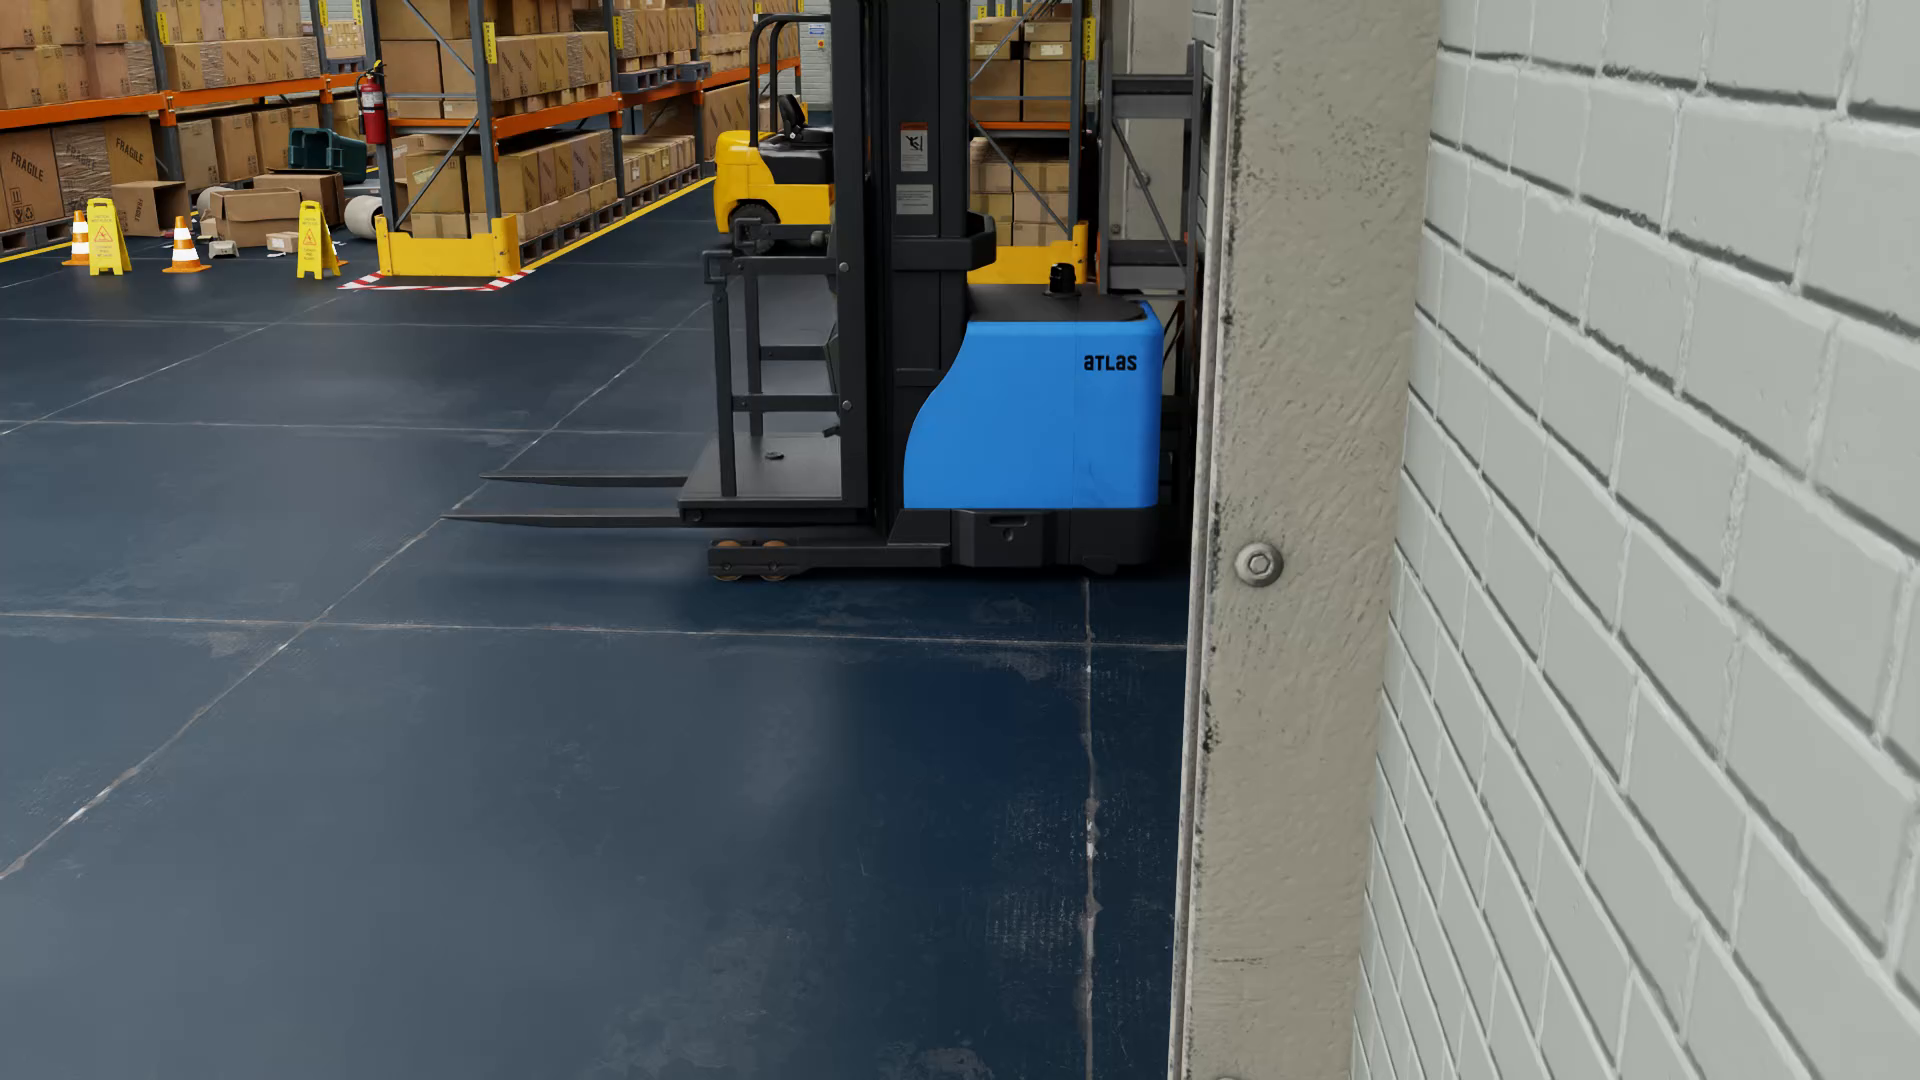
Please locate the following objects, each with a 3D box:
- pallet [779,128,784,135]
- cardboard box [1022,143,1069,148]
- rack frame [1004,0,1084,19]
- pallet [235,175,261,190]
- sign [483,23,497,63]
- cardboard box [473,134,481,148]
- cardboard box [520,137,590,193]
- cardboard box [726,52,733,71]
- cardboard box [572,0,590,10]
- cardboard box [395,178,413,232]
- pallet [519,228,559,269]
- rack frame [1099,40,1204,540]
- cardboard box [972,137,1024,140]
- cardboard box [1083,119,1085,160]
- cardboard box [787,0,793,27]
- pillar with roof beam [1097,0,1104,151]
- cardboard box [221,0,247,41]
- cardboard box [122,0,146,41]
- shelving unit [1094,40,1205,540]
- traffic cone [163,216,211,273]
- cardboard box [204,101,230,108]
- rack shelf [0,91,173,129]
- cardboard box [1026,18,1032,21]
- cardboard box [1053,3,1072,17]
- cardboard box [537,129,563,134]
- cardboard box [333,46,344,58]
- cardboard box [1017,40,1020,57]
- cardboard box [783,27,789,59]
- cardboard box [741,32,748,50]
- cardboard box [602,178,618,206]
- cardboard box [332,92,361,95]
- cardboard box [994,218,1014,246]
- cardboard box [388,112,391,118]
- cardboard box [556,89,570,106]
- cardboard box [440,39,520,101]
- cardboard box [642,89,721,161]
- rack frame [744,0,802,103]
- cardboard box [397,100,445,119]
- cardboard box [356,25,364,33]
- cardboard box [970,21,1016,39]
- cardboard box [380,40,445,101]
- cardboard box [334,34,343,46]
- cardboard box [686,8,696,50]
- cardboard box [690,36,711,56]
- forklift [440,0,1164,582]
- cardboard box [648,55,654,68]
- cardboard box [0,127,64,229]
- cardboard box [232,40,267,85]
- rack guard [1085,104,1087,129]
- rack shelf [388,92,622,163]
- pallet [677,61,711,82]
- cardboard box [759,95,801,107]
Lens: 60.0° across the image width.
[{"bbox_3d":[-3.381,-6.755,27.700,1.003,0.211,1.213,1,18,4],"label":"pallet"},{"bbox_3d":[0.838,-3.612,15.764,0.500,0.250,0.500,1,18,3],"label":"cardboard box"},{"bbox_3d":[1.066,-6.114,21.265,1.000,3.000,0.127,1,18,4],"label":"rack frame"},{"bbox_3d":[-9.052,-4.357,20.380,1.003,0.211,1.213,1,18,4],"label":"pallet"},{"bbox_3d":[-3.918,-4.138,13.845,0.100,0.325,0.005,1,18,4],"label":"sign"},{"bbox_3d":[-4.681,-3.745,15.529,0.380,0.149,0.250,2,18,5],"label":"cardboard box"},{"bbox_3d":[-4.017,-3.724,16.509,0.500,0.500,0.500,2,18,7],"label":"cardboard box"},{"bbox_3d":[-3.505,-6.775,23.522,0.500,0.250,0.500,1,18,4],"label":"cardboard box"},{"bbox_3d":[-4.328,-6.041,18.687,0.380,0.149,0.250,1,18,2],"label":"cardboard box"},{"bbox_3d":[-5.606,-3.492,17.274,0.500,0.500,0.500,17,25,41],"label":"cardboard box"},{"bbox_3d":[-4.360,-2.689,15.290,1.003,0.211,1.213,1,18,4],"label":"pallet"},{"bbox_3d":[0.788,-1.022,7.040,0.400,2.100,0.015,1,15,4],"label":"rack frame"},{"bbox_3d":[0.384,-3.938,16.759,0.500,0.250,0.500,1,18,4],"label":"cardboard box"},{"bbox_3d":[1.430,-5.402,22.433,0.500,0.500,0.500,1,18,4],"label":"cardboard box"},{"bbox_3d":[-3.117,-8.913,28.040,0.500,0.500,0.500,1,18,4],"label":"cardboard box"},{"bbox_3d":[-1.993,-10.499,25.014,9.100,9.000,0.400,1,18,4],"label":"pillar with roof beam"},{"bbox_3d":[-8.978,-6.211,19.794,0.700,0.500,0.500,1,18,3],"label":"cardboard box"},{"bbox_3d":[-9.178,-5.531,17.510,0.875,0.550,0.550,1,18,4],"label":"cardboard box"},{"bbox_3d":[0.804,-1.083,7.276,0.431,2.100,0.503,1,15,4],"label":"shelving unit"},{"bbox_3d":[-6.846,-2.615,14.660,0.336,0.463,0.334,1,18,4],"label":"traffic cone"},{"bbox_3d":[-13.228,-7.636,28.648,0.875,0.875,0.875,1,18,4],"label":"cardboard box"},{"bbox_3d":[-9.260,-4.097,16.266,1.077,0.370,4.000,1,18,4],"label":"rack shelf"},{"bbox_3d":[0.522,-5.114,16.532,0.380,0.149,0.250,1,18,3],"label":"cardboard box"},{"bbox_3d":[1.725,-8.239,26.310,0.500,0.500,0.500,1,18,2],"label":"cardboard box"},{"bbox_3d":[-4.484,-4.053,17.513,0.500,0.500,0.500,2,18,7],"label":"cardboard box"},{"bbox_3d":[-8.577,-6.601,22.479,0.380,0.149,0.250,2,18,7],"label":"cardboard box"},{"bbox_3d":[0.335,-4.335,14.633,0.380,0.149,0.250,1,18,4],"label":"cardboard box"},{"bbox_3d":[-3.161,-8.285,27.728,0.500,0.500,0.500,2,18,6],"label":"cardboard box"},{"bbox_3d":[-3.416,-7.334,24.427,0.500,0.250,0.500,2,18,5],"label":"cardboard box"},{"bbox_3d":[-3.947,-3.685,17.592,0.500,0.250,0.500,2,18,6],"label":"cardboard box"},{"bbox_3d":[-8.936,-6.366,24.169,0.500,0.250,0.500,2,18,6],"label":"cardboard box"},{"bbox_3d":[0.211,-2.675,14.512,0.500,0.250,0.500,1,18,4],"label":"cardboard box"},{"bbox_3d":[-8.460,-5.844,23.781,0.500,0.500,0.500,1,18,3],"label":"cardboard box"},{"bbox_3d":[-3.991,-4.280,16.072,0.380,0.149,0.250,1,18,4],"label":"cardboard box"},{"bbox_3d":[-4.148,-4.069,14.385,0.500,0.500,0.500,1,18,3],"label":"cardboard box"},{"bbox_3d":[-3.753,-5.626,22.514,0.875,0.875,0.875,1,18,3],"label":"cardboard box"},{"bbox_3d":[-3.312,-8.708,29.182,1.000,3.000,0.127,1,18,4],"label":"rack frame"},{"bbox_3d":[-4.646,-3.741,14.425,0.380,0.149,0.250,2,18,6],"label":"cardboard box"},{"bbox_3d":[-8.528,-7.131,23.141,0.380,0.149,0.250,2,18,6],"label":"cardboard box"},{"bbox_3d":[0.286,-4.402,14.359,0.380,0.149,0.250,2,18,5],"label":"cardboard box"},{"bbox_3d":[-4.695,-4.103,14.488,0.500,0.500,0.500,1,18,3],"label":"cardboard box"},{"bbox_3d":[-8.578,-6.754,22.470,0.380,0.149,0.250,2,18,7],"label":"cardboard box"},{"bbox_3d":[-3.641,-6.465,21.022,0.500,0.500,0.500,1,18,2],"label":"cardboard box"},{"bbox_3d":[-3.603,-6.542,22.008,0.500,0.250,0.500,1,18,4],"label":"cardboard box"},{"bbox_3d":[-0.683,-1.385,6.942,3.031,2.935,1.130,0,18,0],"label":"forklift"},{"bbox_3d":[-3.767,-5.549,19.269,0.380,0.149,0.250,1,18,4],"label":"cardboard box"},{"bbox_3d":[-9.360,-3.493,16.005,0.875,0.875,0.875,1,18,3],"label":"cardboard box"},{"bbox_3d":[-8.700,-5.735,19.947,0.500,0.500,0.500,2,18,5],"label":"cardboard box"},{"bbox_3d":[1.634,-7.387,29.165,1.175,0.500,0.348,1,18,4],"label":"rack guard"},{"bbox_3d":[-4.316,-4.018,16.024,1.077,0.370,4.000,1,18,4],"label":"rack shelf"},{"bbox_3d":[-3.830,-5.909,20.946,1.213,0.211,1.003,1,18,4],"label":"pallet"},{"bbox_3d":[-3.260,-7.483,28.883,0.875,0.438,0.875,1,18,2],"label":"cardboard box"}]
